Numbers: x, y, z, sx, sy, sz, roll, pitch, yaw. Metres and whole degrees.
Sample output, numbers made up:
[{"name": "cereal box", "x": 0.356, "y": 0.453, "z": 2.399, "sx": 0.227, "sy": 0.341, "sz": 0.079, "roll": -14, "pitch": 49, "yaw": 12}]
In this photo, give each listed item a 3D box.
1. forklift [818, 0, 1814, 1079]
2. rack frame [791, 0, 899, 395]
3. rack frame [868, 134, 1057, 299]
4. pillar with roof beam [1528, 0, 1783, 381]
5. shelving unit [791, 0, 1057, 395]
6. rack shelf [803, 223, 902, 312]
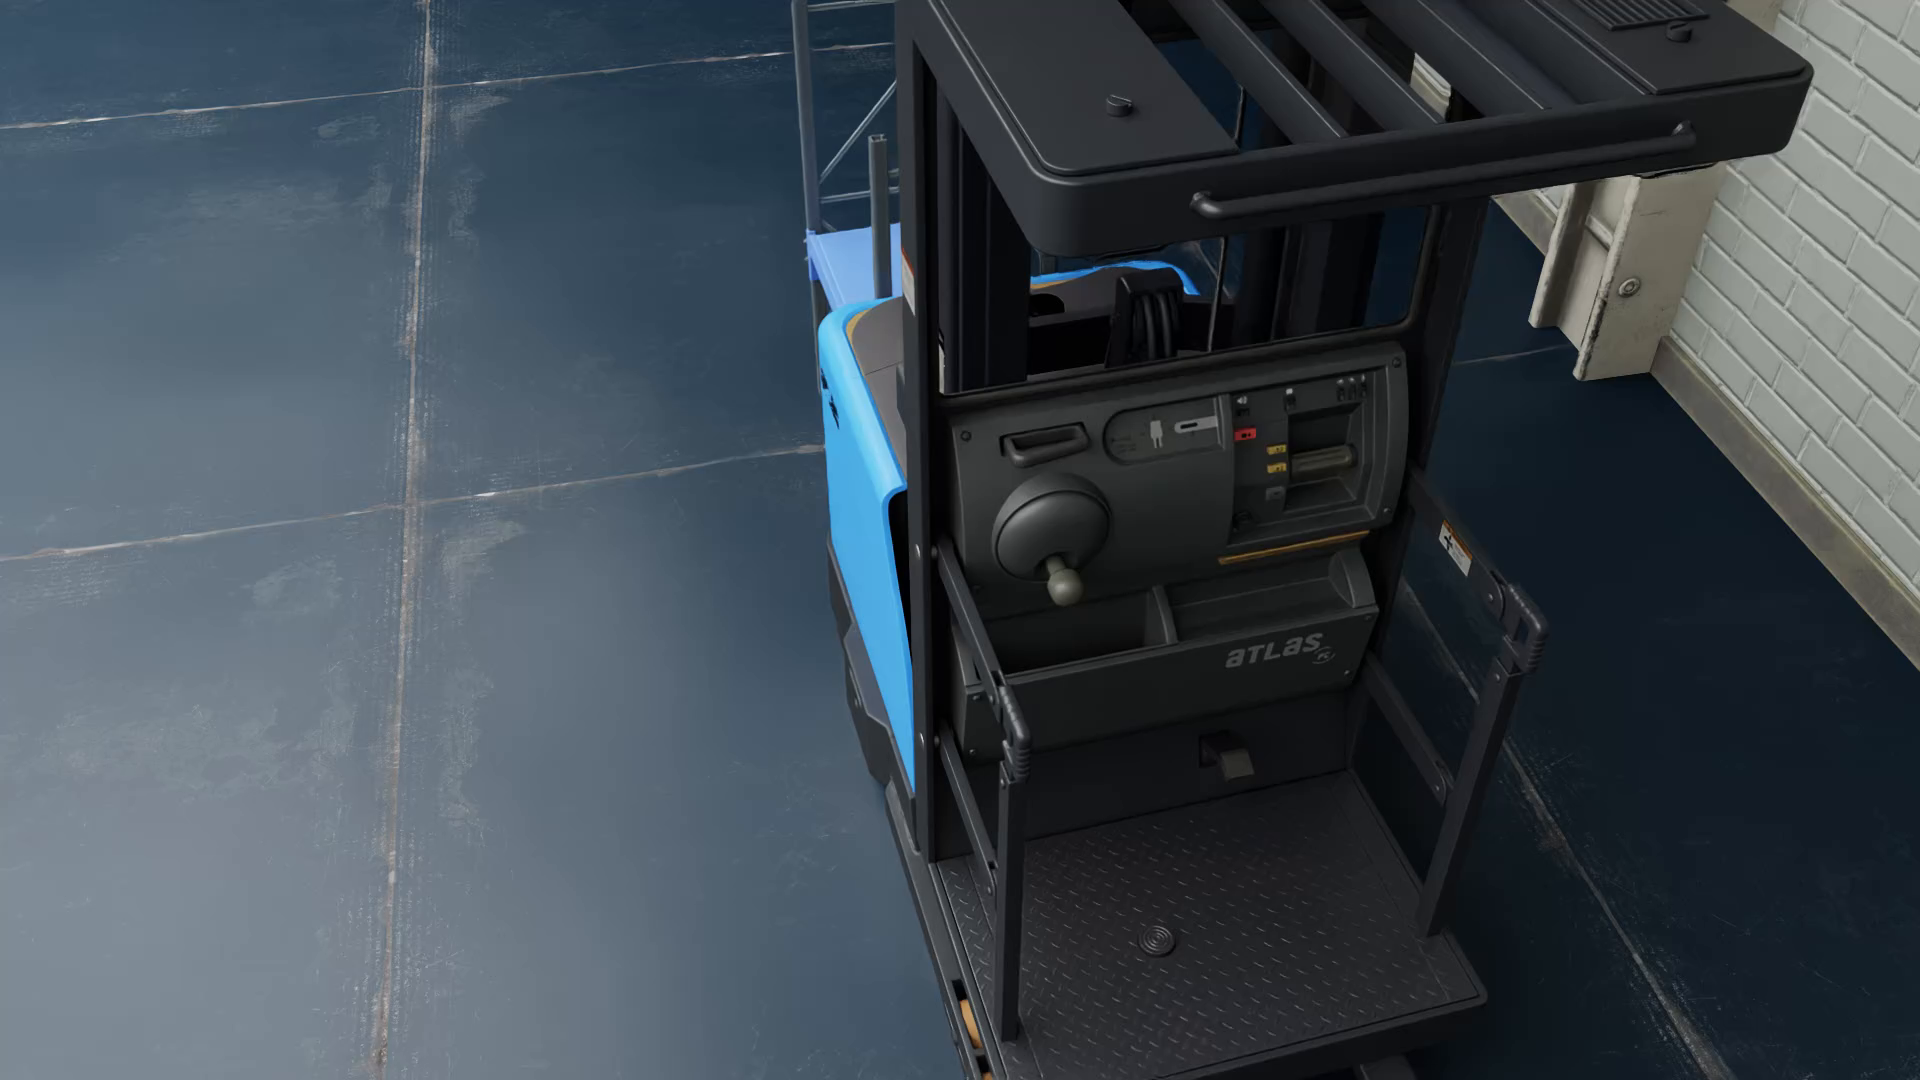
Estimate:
[{"name": "forklift", "x": 0.500, "y": -0.042, "z": 3.090, "sx": 1.130, "sy": 2.935, "sz": 3.031, "roll": -10, "pitch": 43, "yaw": -11}, {"name": "rack frame", "x": -0.254, "y": -1.124, "z": 5.386, "sx": 0.500, "sy": 1.500, "sz": 0.032, "roll": -10, "pitch": 43, "yaw": -11}, {"name": "rack frame", "x": 0.017, "y": -0.473, "z": 4.653, "sx": 0.500, "sy": 1.500, "sz": 0.032, "roll": -10, "pitch": 43, "yaw": -11}, {"name": "pillar with roof beam", "x": -1.905, "y": -3.460, "z": 2.370, "sx": 9.100, "sy": 9.000, "sz": 0.400, "roll": -8, "pitch": 42, "yaw": -9}, {"name": "shelving unit", "x": -0.118, "y": -0.799, "z": 5.020, "sx": 0.538, "sy": 1.500, "sz": 1.048, "roll": -10, "pitch": 43, "yaw": -11}, {"name": "rack shelf", "x": -0.118, "y": -0.664, "z": 5.139, "sx": 0.538, "sy": 0.185, "sz": 1.000, "roll": -10, "pitch": 43, "yaw": -11}]
